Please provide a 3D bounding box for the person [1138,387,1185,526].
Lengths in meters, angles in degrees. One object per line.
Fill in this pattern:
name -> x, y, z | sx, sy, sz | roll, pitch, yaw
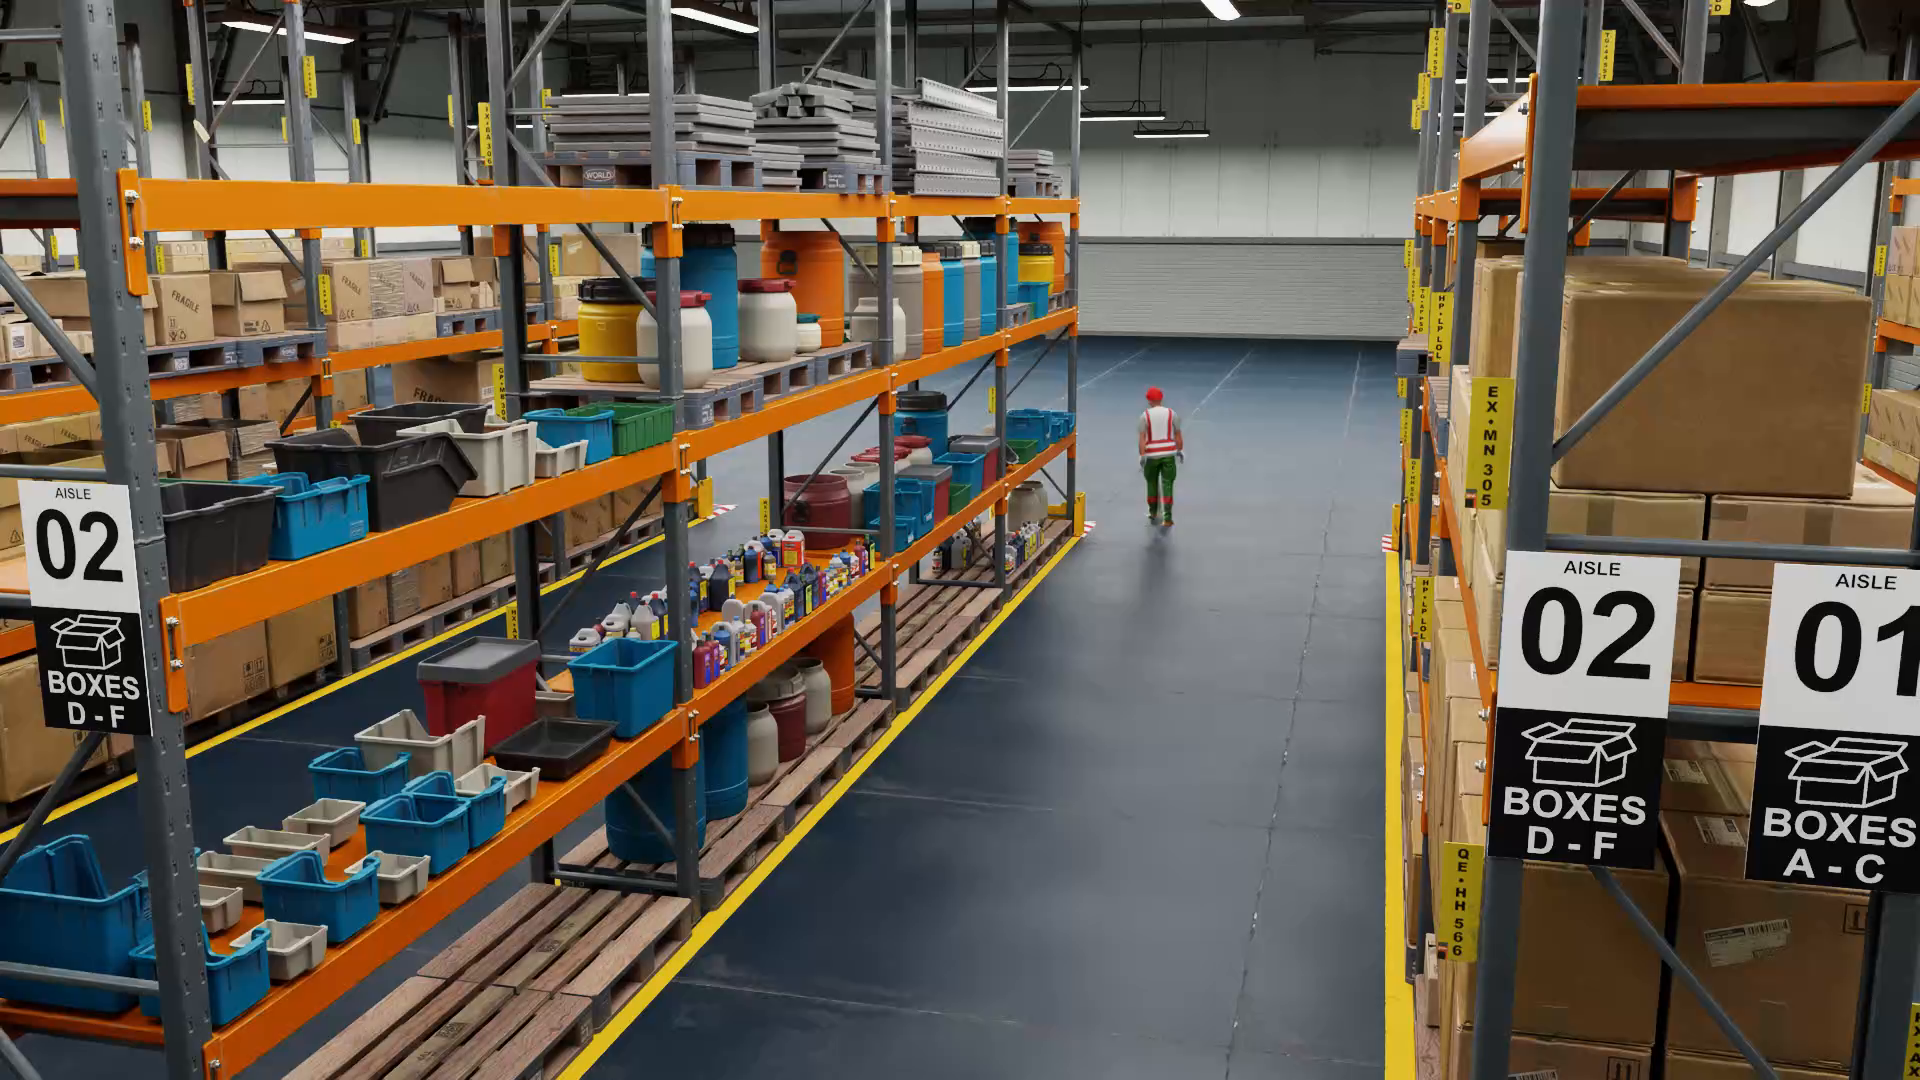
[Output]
person -> 2.575, -1.099, 21.300 | 0.611, 1.730, 0.959 | 1, 11, 5
